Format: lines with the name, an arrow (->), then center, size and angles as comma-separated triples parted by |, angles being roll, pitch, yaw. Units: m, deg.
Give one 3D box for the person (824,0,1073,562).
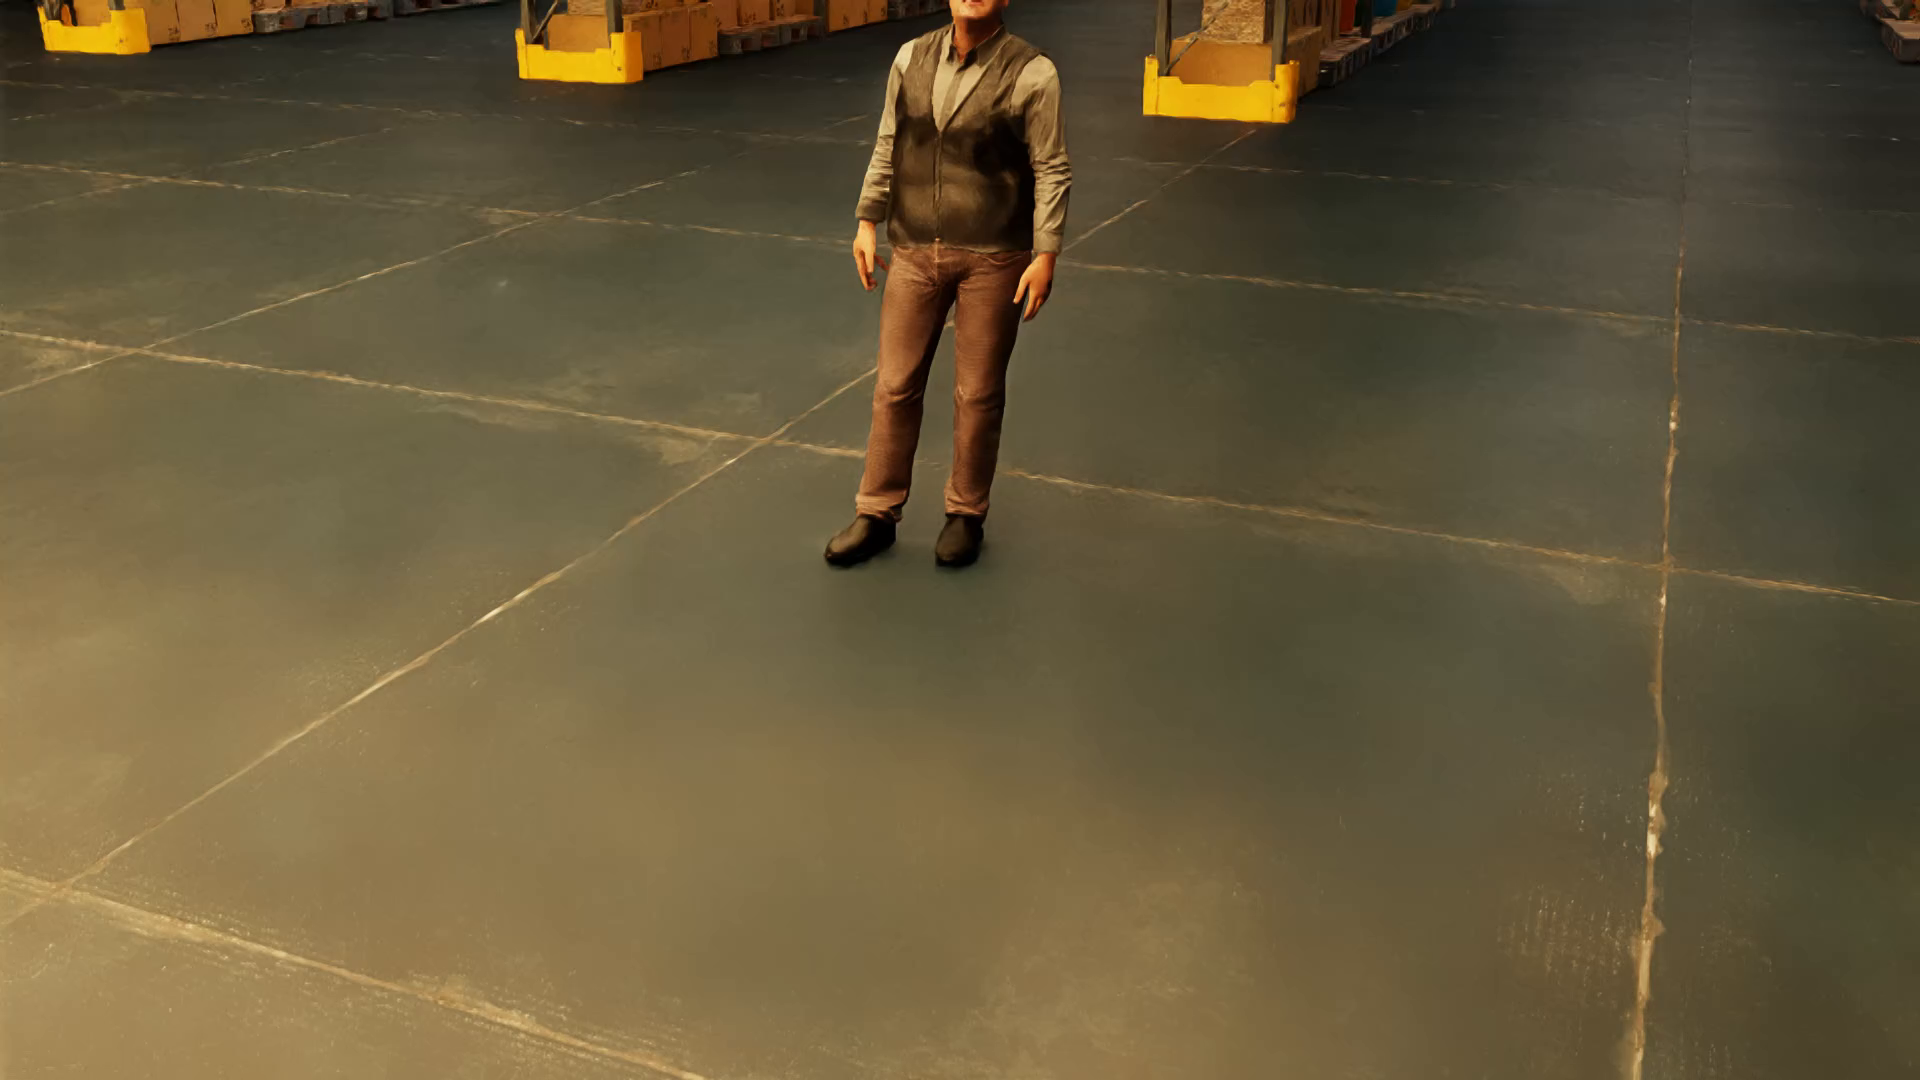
person -> -0.031, -0.780, 4.708 | 0.632, 1.720, 0.567 | 9, 24, 21
